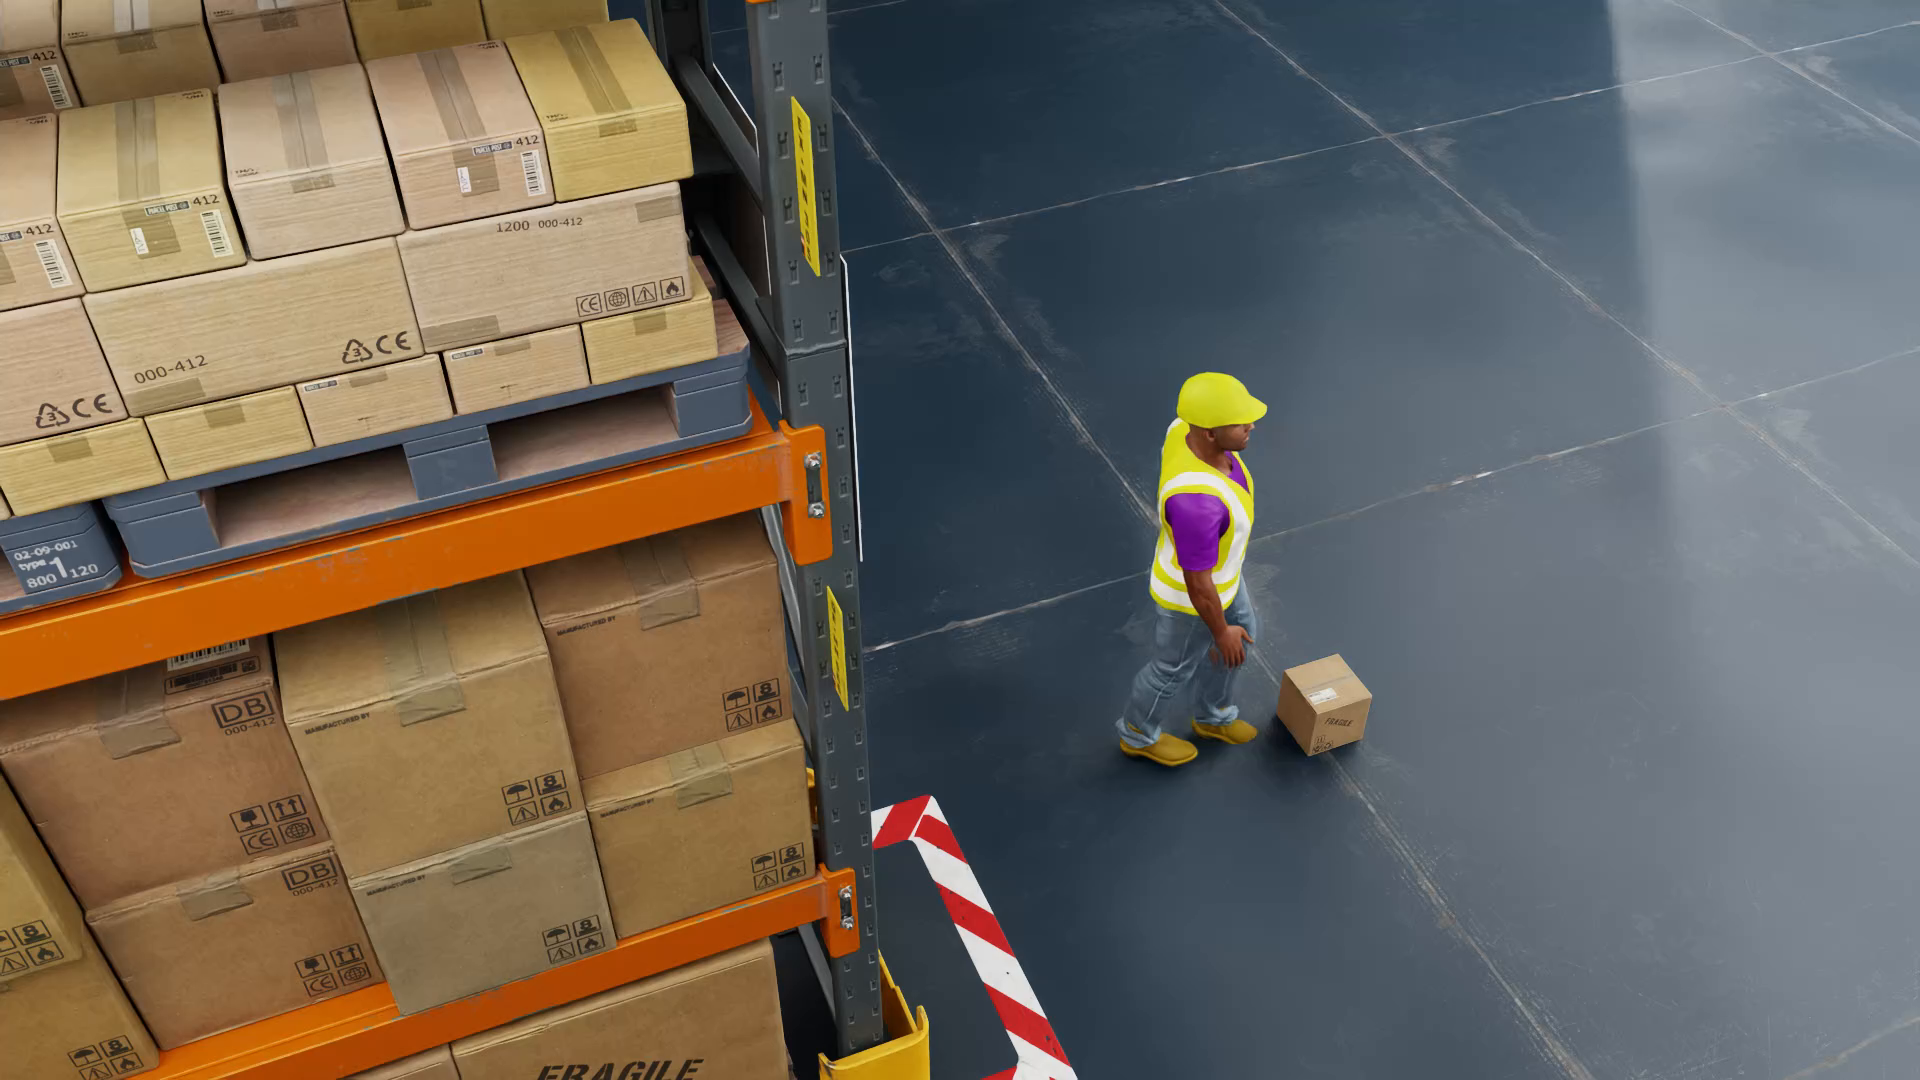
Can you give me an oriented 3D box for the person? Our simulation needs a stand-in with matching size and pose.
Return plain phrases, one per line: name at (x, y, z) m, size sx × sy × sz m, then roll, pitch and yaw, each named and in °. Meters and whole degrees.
person at (0.886, 0.181, 5.958) m, size 0.563 × 1.826 × 0.588 m, roll 9°, pitch 42°, yaw 10°
